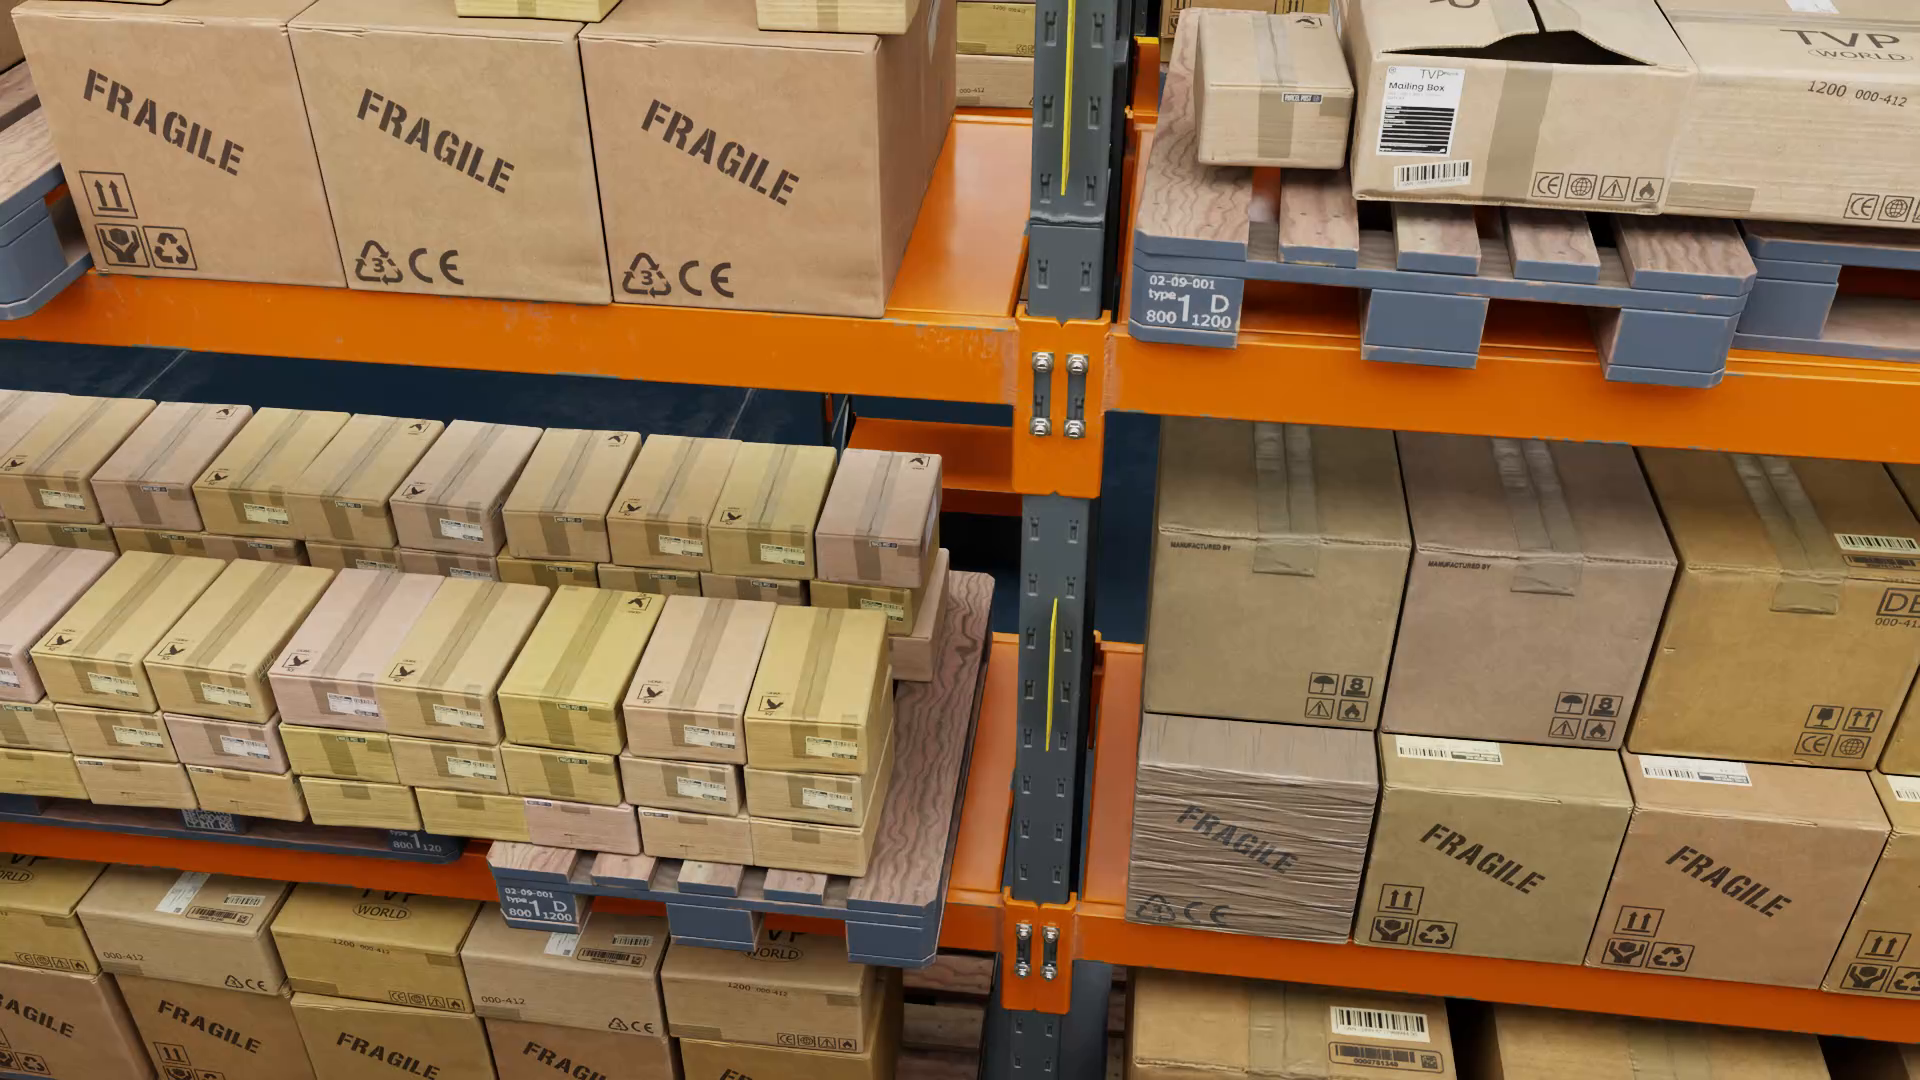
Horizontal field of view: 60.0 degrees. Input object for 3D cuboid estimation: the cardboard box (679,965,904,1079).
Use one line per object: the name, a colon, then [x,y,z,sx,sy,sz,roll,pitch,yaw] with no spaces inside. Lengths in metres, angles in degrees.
cardboard box: [-0.442,1.348,4.570,0.500,0.500,0.500,4,36,6]

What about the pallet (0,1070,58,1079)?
pallet: [-2.951,1.295,5.254,1.213,0.211,1.003,4,36,6]

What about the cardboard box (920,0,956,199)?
cardboard box: [-0.288,-1.058,3.482,0.500,0.500,0.500,4,36,6]

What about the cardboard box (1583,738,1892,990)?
cardboard box: [1.660,0.621,3.712,0.500,0.500,0.500,4,36,6]

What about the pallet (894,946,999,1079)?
pallet: [-0.530,1.476,5.001,1.213,0.211,1.003,4,36,6]

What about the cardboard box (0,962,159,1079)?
cardboard box: [-2.499,1.195,4.783,0.500,0.500,0.500,6,36,8]

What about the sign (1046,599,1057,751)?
sign: [0.185,0.273,3.356,0.005,0.325,0.100,4,36,6]

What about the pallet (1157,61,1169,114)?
pallet: [1.495,-2.391,8.183,1.003,0.211,1.213,4,36,6]

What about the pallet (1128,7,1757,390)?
pallet: [0.890,-0.728,3.268,1.003,0.211,1.213,6,36,8]

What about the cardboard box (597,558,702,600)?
cardboard box: [-0.744,0.021,4.237,0.250,0.149,0.380,3,36,4]

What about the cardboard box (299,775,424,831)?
cardboard box: [-1.318,0.481,3.849,0.250,0.149,0.380,3,36,4]

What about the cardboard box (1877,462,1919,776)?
cardboard box: [2.206,0.101,3.579,0.500,0.500,0.700,4,36,5]

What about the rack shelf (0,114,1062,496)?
rack shelf: [-1.739,-0.677,3.654,4.000,0.370,1.077,4,36,6]

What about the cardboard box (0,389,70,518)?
cardboard box: [-2.517,-0.231,4.335,0.250,0.149,0.380,4,36,6]

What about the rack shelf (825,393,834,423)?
rack shelf: [-0.007,-0.697,6.754,1.000,0.278,0.538,4,36,6]

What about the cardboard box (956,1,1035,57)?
cardboard box: [0.262,-2.492,7.859,0.500,0.250,0.500,4,36,6]

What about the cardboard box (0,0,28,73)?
cardboard box: [-2.208,-1.141,3.234,0.637,0.503,0.797,4,36,5]

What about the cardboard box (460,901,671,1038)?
cardboard box: [-0.970,1.010,4.398,0.500,0.250,0.500,5,36,7]

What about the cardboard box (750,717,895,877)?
cardboard box: [-0.303,0.559,3.740,0.250,0.149,0.380,5,36,7]

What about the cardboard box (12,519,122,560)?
cardboard box: [-2.266,-0.094,4.399,0.250,0.149,0.380,3,36,4]

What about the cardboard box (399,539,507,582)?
cardboard box: [-1.241,-0.016,4.289,0.250,0.149,0.380,4,36,6]

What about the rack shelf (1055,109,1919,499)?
rack shelf: [2.228,-0.381,3.239,4.000,0.370,1.077,4,36,6]

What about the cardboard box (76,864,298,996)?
cardboard box: [-1.990,0.930,4.510,0.500,0.250,0.500,6,36,8]

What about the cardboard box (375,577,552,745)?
cardboard box: [-1.074,0.259,3.647,0.250,0.149,0.380,5,36,7]

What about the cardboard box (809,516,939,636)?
cardboard box: [-0.209,0.058,4.185,0.250,0.149,0.380,6,36,8]

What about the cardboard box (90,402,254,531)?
cardboard box: [-2.007,-0.194,4.282,0.250,0.149,0.380,3,36,4]

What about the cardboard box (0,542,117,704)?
cardboard box: [-2.108,0.182,3.756,0.250,0.149,0.380,6,36,8]

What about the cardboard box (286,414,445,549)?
cardboard box: [-1.493,-0.154,4.226,0.250,0.149,0.380,5,36,7]

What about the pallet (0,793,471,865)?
pallet: [-1.724,0.354,4.336,1.213,0.211,1.003,4,36,6]

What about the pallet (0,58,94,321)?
pallet: [-2.095,-0.859,3.451,1.003,0.211,1.213,4,36,6]

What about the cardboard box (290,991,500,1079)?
cardboard box: [-1.483,1.277,4.668,0.500,0.500,0.500,3,36,4]

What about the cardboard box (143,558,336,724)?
cardboard box: [-1.582,0.219,3.703,0.250,0.149,0.380,6,36,8]

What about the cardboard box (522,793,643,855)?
cardboard box: [-0.805,0.521,3.793,0.250,0.149,0.380,5,36,7]

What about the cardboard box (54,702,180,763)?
cardboard box: [-1.839,0.322,3.815,0.250,0.149,0.380,4,36,5]

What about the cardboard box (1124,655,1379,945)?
cardboard box: [0.655,0.547,3.815,0.500,0.500,0.500,5,36,6]

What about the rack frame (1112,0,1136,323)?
rack frame: [0.775,-2.460,8.115,0.127,3.000,1.000,4,36,6]

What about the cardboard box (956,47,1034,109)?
cardboard box: [0.240,-2.287,8.002,0.500,0.250,0.500,3,36,4]

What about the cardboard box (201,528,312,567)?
cardboard box: [-1.755,-0.054,4.343,0.250,0.149,0.380,6,36,8]

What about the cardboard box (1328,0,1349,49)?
cardboard box: [0.867,-1.021,3.270,0.250,0.166,0.380,4,36,6]

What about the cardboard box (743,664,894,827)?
cardboard box: [-0.303,0.435,3.657,0.250,0.149,0.380,5,36,7]

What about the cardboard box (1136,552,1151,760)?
cardboard box: [0.725,0.237,4.250,0.500,0.500,0.500,4,36,6]

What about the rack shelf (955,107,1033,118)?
rack shelf: [-1.209,-2.316,8.532,4.000,0.370,1.077,4,36,6]

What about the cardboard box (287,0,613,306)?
cardboard box: [-0.852,-0.788,3.104,0.500,0.500,0.500,4,36,6]

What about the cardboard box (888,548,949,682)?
cardboard box: [-0.174,0.181,4.269,0.250,0.149,0.380,4,36,5]

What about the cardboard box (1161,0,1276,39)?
cardboard box: [1.192,-2.627,7.644,0.500,0.500,0.500,3,36,5]

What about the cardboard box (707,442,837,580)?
cardboard box: [-0.456,-0.076,4.117,0.250,0.149,0.380,3,36,5]

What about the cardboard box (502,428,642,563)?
cardboard box: [-0.961,-0.116,4.174,0.250,0.149,0.380,3,36,4]

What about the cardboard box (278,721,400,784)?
cardboard box: [-1.324,0.360,3.762,0.250,0.149,0.380,4,36,6]

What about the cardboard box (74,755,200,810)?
cardboard box: [-1.845,0.443,3.902,0.250,0.149,0.380,3,36,4]

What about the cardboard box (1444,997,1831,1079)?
cardboard box: [1.705,1.304,4.416,0.750,0.750,1.050,5,36,7]

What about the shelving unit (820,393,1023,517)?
shelving unit: [-0.007,-0.458,6.924,1.048,1.125,0.538,4,36,6]

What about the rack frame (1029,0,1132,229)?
rack frame: [0.245,-2.043,2.366,0.127,3.000,1.000,4,36,6]

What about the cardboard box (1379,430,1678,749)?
cardboard box: [1.190,0.027,3.683,0.500,0.500,0.700,4,36,5]

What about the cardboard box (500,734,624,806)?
cardboard box: [-0.830,0.398,3.708,0.250,0.149,0.380,5,36,7]

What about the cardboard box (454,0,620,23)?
cardboard box: [-0.700,-1.084,2.859,0.258,0.266,0.396,4,36,6]

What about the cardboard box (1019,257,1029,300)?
cardboard box: [0.100,-1.866,8.749,0.875,0.875,0.875,4,36,6]

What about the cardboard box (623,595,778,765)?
cardboard box: [-0.549,0.296,3.595,0.250,0.149,0.380,4,36,5]

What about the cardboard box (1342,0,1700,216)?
cardboard box: [0.934,-0.817,2.859,0.500,0.311,0.500,4,36,6]
